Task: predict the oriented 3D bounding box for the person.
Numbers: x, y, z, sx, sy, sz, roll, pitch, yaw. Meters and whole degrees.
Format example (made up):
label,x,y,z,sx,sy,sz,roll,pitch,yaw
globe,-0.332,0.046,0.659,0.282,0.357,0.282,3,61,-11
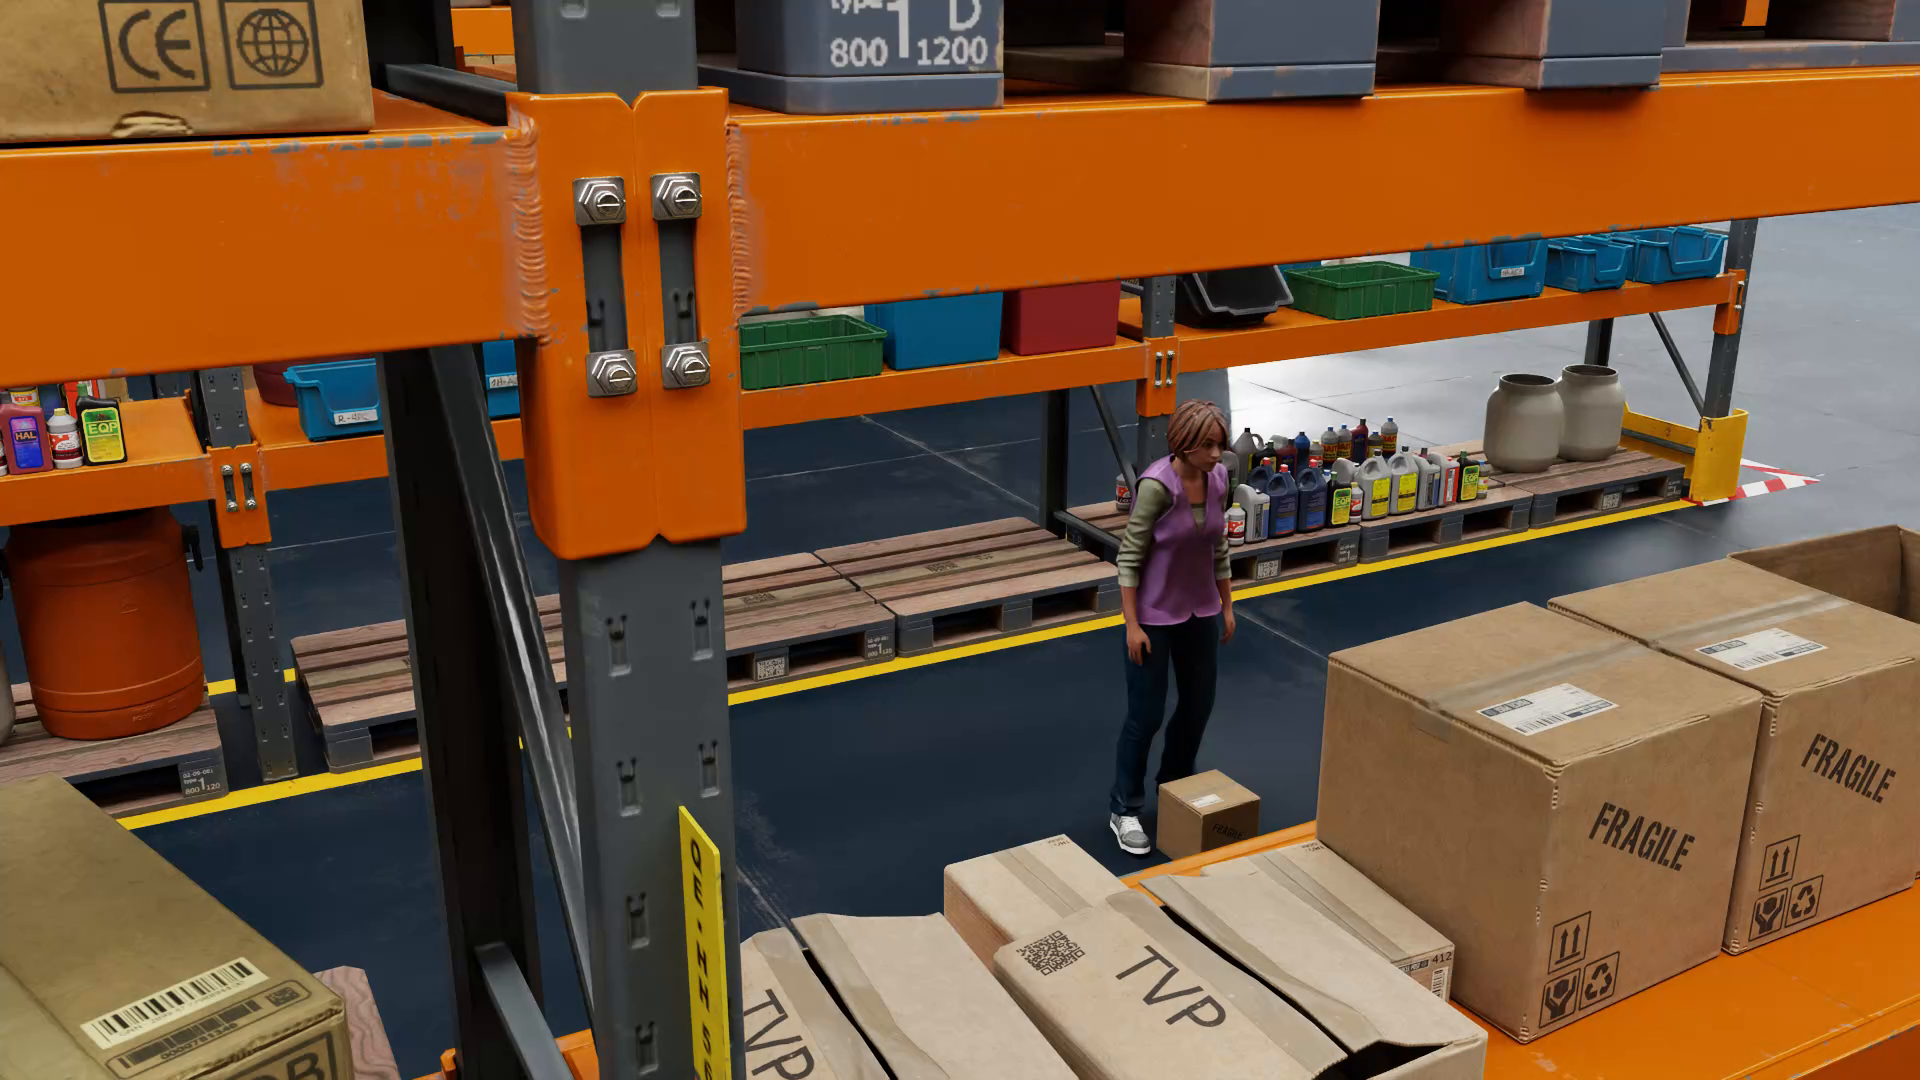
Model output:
label,x,y,z,sx,sy,sz,roll,pitch,yaw
person,0.741,0.280,5.753,0.480,1.593,0.343,-11,21,-29
